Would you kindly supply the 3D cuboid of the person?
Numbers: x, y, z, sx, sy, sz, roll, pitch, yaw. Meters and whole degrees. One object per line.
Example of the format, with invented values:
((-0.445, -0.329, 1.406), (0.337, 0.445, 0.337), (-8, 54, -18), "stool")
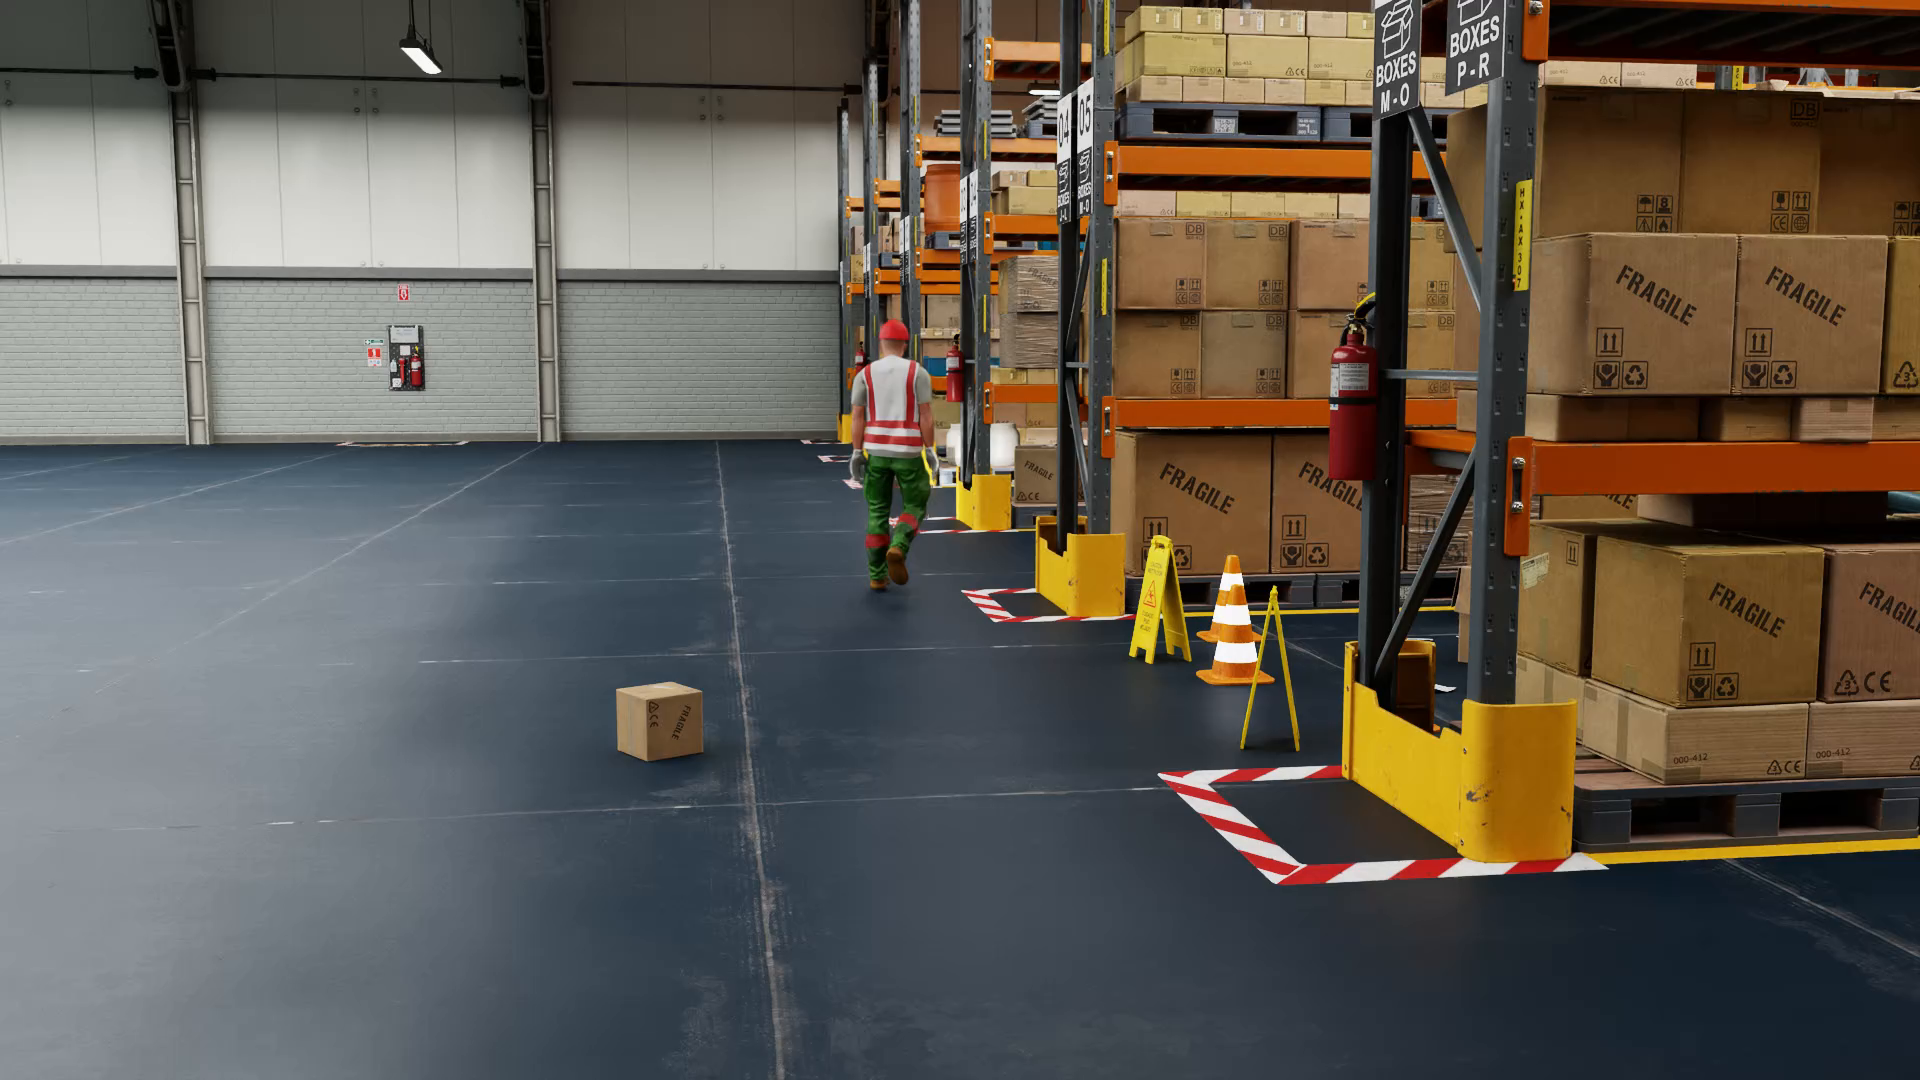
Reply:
((-0.435, -0.557, 10.933), (0.604, 1.778, 0.572), (1, 6, 8), "person")
